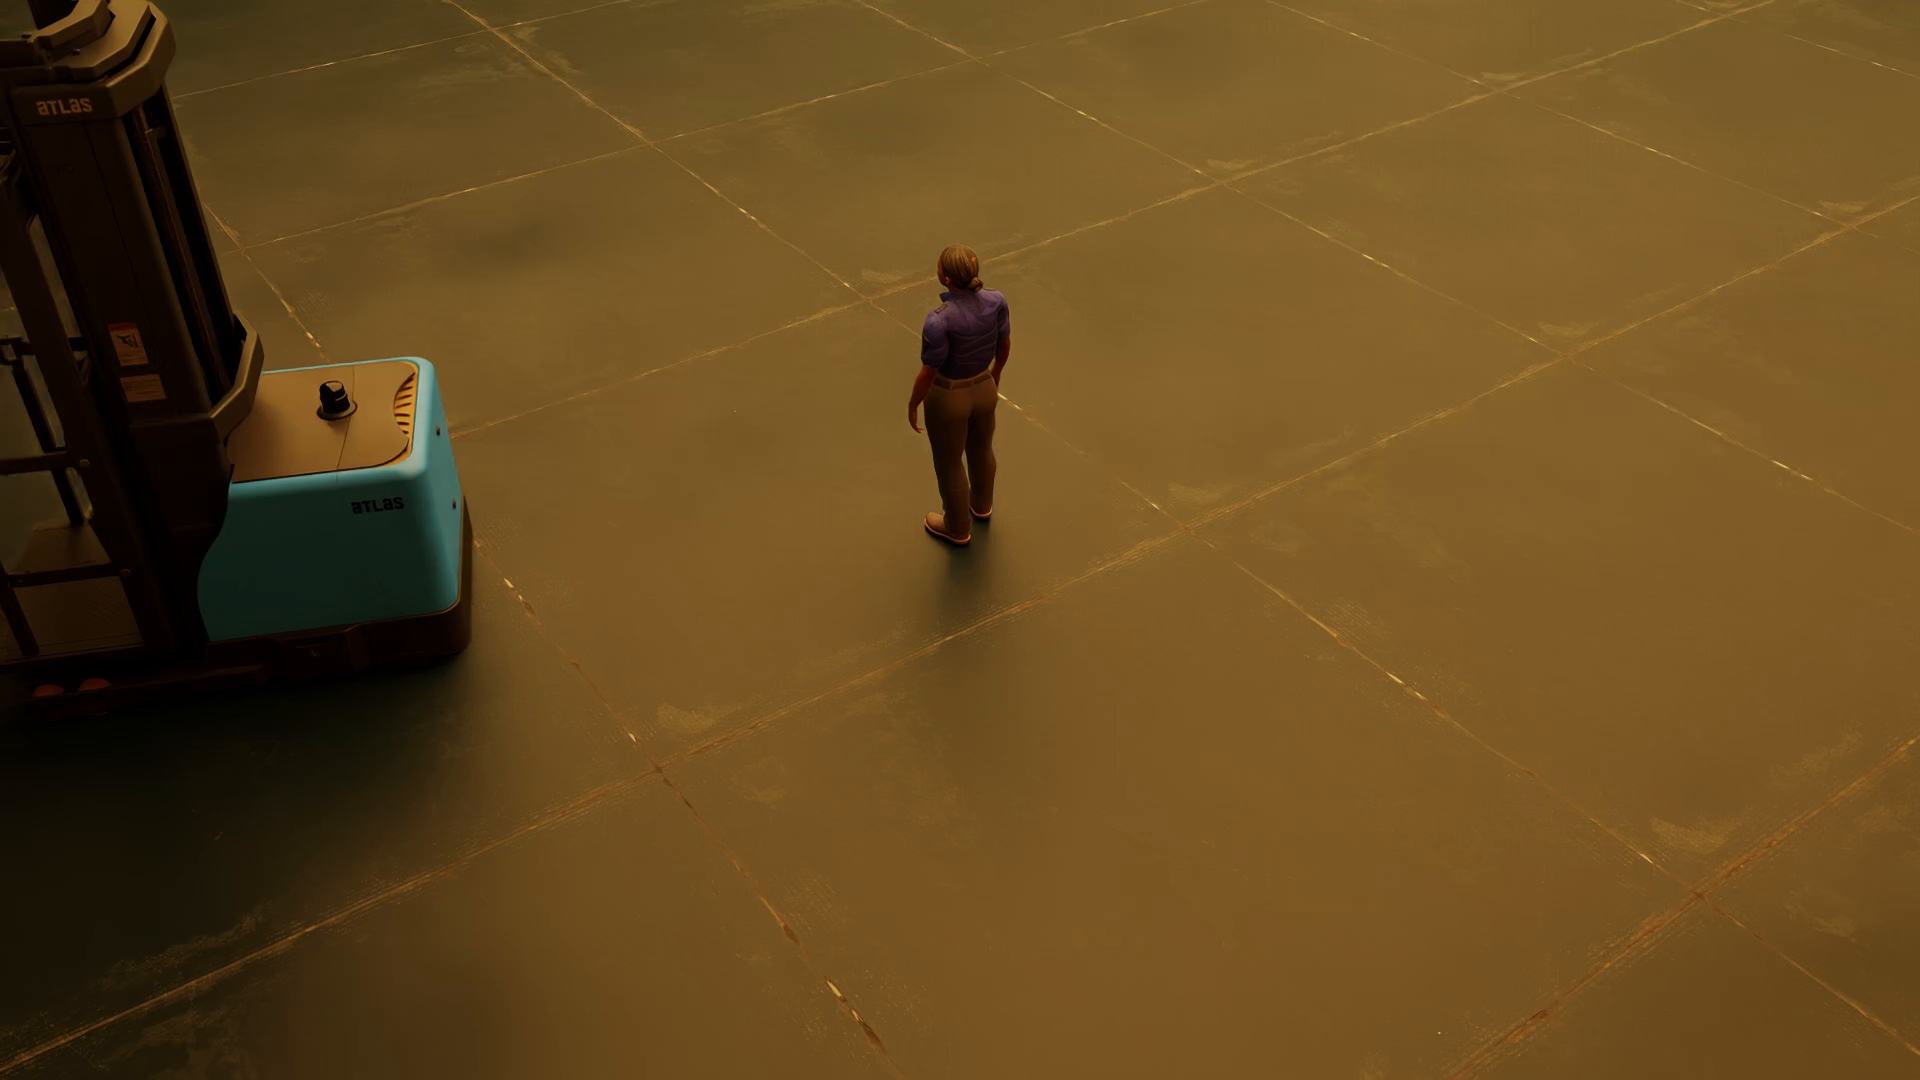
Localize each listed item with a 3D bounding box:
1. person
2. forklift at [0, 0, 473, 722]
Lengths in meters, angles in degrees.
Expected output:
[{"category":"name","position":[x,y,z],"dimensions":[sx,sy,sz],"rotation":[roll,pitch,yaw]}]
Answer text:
[{"category":"person","position":[-0.035,-0.721,7.980],"dimensions":[0.569,1.656,0.503],"rotation":[-23,42,-28]},{"category":"forklift","position":[-3.835,-0.722,6.921],"dimensions":[3.031,2.935,1.130],"rotation":[-7,37,-10]}]
